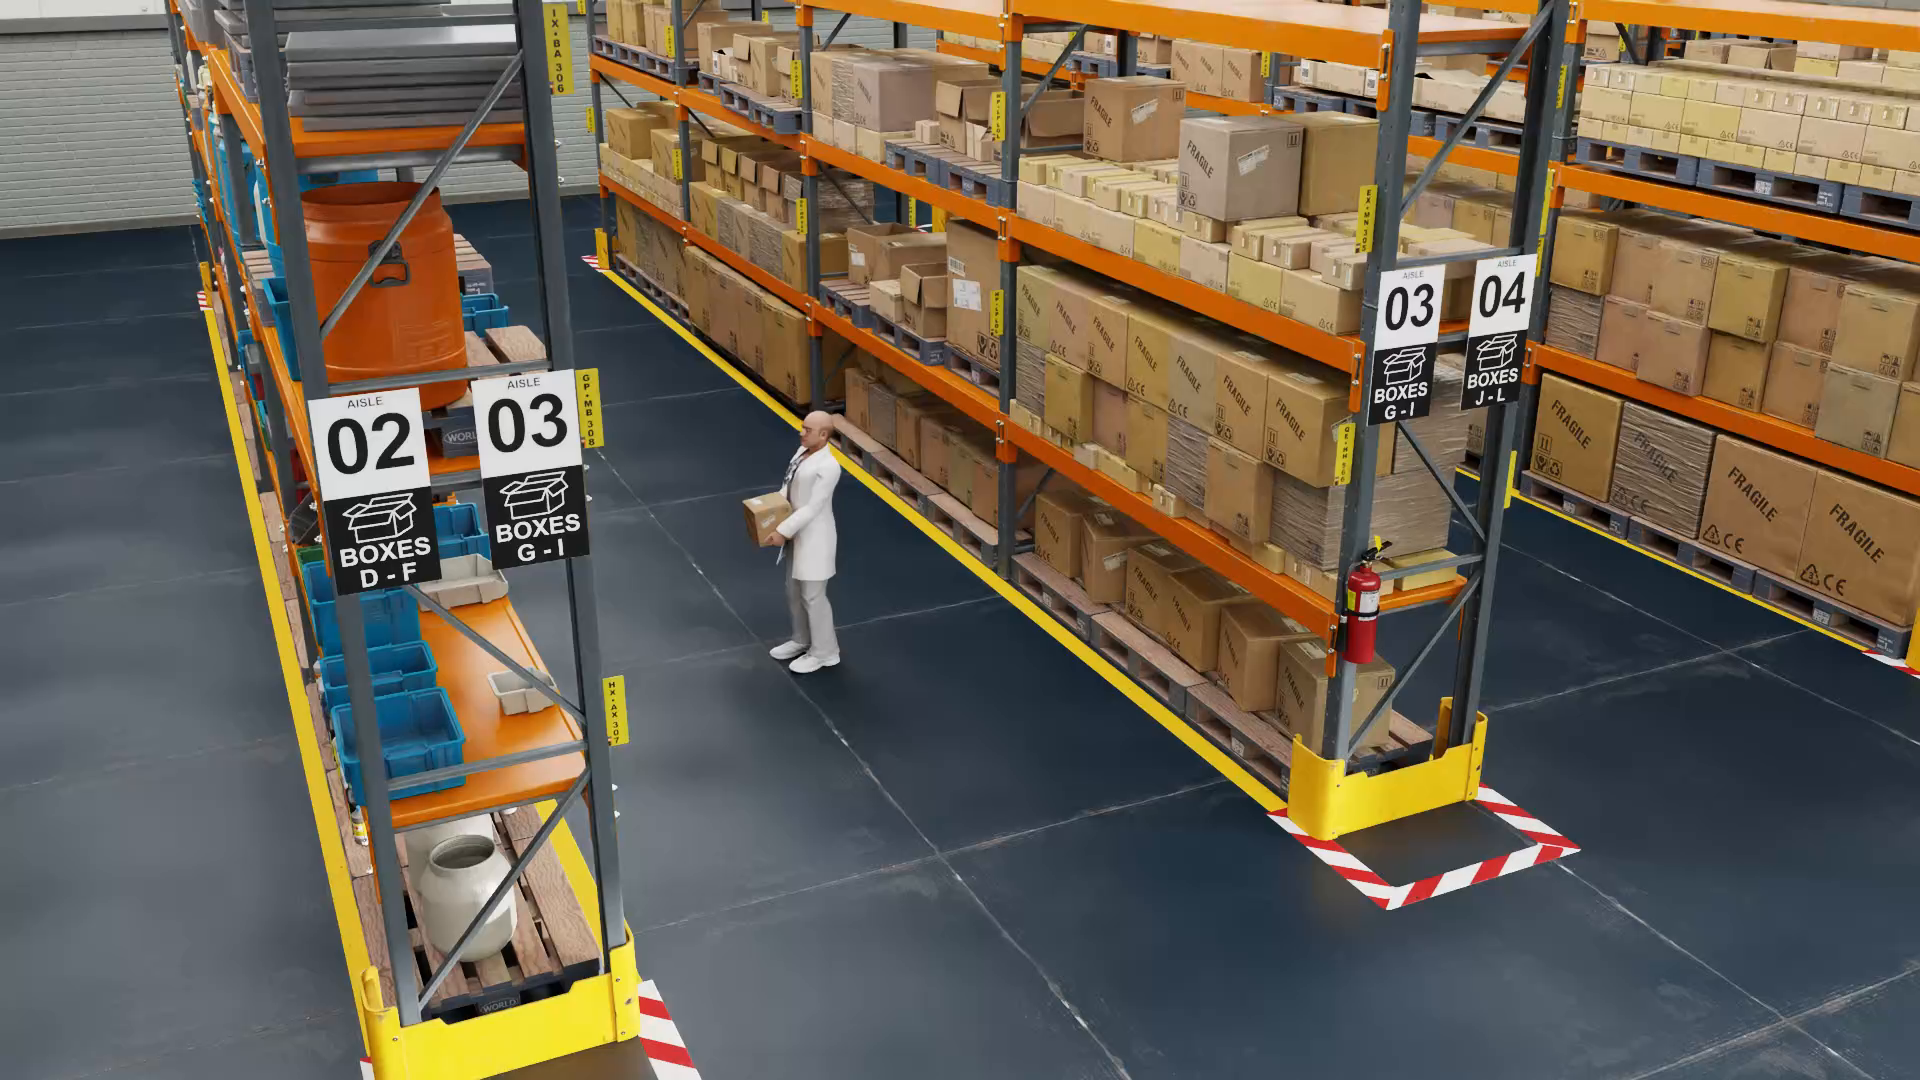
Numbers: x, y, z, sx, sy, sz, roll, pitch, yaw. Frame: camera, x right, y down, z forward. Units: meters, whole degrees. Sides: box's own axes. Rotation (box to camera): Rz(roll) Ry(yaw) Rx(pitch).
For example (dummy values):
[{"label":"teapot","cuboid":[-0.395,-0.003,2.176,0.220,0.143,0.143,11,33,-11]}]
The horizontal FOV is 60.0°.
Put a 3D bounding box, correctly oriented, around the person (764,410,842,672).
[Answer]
[{"label":"person","cuboid":[-1.077,0.008,11.041,0.553,1.771,0.527,-10,24,-24]}]
